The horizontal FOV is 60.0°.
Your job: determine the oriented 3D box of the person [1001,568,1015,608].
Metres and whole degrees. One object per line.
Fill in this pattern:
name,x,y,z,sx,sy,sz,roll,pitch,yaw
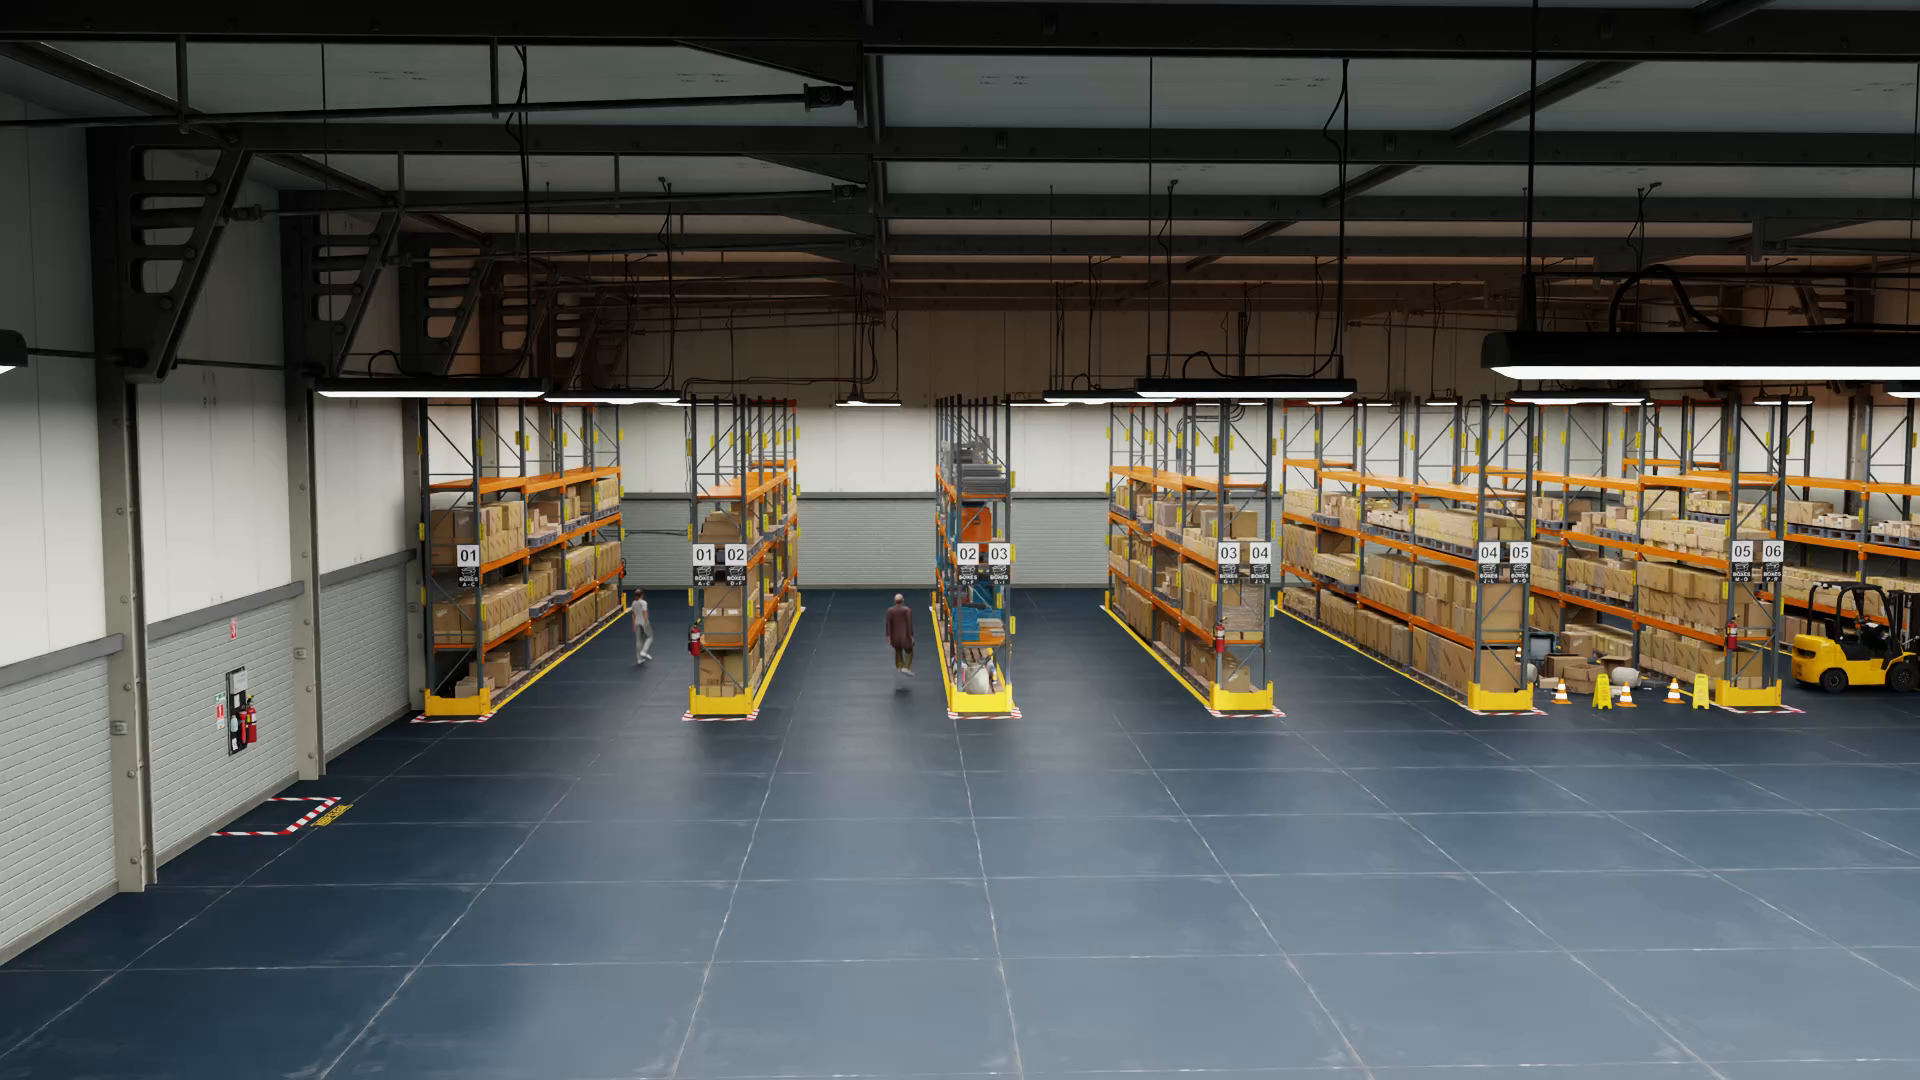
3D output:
person,1.261,1.073,47.831,0.591,1.707,1.004,-3,6,-35

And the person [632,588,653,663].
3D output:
person,-7.198,1.928,37.570,0.497,1.659,0.458,1,5,9

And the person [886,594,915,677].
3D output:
person,-1.232,1.968,34.312,0.626,1.702,0.591,1,5,7
